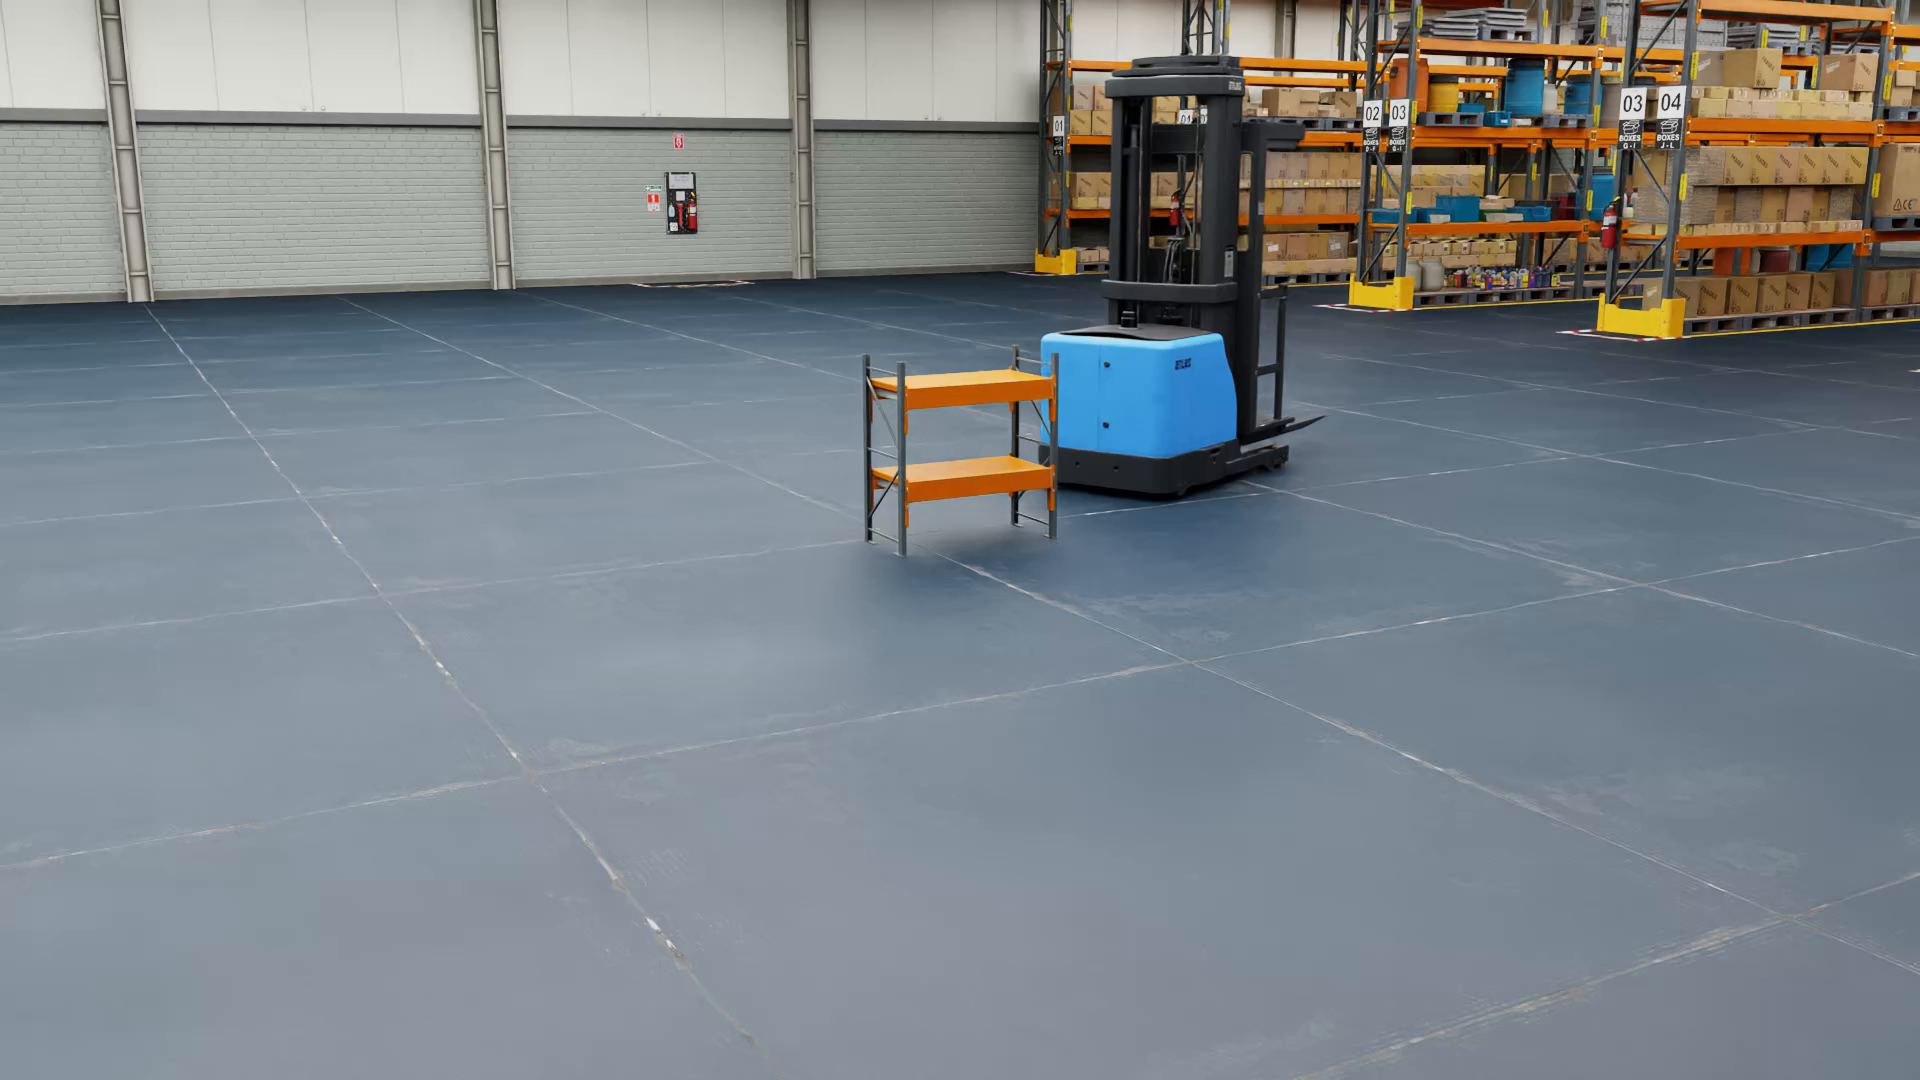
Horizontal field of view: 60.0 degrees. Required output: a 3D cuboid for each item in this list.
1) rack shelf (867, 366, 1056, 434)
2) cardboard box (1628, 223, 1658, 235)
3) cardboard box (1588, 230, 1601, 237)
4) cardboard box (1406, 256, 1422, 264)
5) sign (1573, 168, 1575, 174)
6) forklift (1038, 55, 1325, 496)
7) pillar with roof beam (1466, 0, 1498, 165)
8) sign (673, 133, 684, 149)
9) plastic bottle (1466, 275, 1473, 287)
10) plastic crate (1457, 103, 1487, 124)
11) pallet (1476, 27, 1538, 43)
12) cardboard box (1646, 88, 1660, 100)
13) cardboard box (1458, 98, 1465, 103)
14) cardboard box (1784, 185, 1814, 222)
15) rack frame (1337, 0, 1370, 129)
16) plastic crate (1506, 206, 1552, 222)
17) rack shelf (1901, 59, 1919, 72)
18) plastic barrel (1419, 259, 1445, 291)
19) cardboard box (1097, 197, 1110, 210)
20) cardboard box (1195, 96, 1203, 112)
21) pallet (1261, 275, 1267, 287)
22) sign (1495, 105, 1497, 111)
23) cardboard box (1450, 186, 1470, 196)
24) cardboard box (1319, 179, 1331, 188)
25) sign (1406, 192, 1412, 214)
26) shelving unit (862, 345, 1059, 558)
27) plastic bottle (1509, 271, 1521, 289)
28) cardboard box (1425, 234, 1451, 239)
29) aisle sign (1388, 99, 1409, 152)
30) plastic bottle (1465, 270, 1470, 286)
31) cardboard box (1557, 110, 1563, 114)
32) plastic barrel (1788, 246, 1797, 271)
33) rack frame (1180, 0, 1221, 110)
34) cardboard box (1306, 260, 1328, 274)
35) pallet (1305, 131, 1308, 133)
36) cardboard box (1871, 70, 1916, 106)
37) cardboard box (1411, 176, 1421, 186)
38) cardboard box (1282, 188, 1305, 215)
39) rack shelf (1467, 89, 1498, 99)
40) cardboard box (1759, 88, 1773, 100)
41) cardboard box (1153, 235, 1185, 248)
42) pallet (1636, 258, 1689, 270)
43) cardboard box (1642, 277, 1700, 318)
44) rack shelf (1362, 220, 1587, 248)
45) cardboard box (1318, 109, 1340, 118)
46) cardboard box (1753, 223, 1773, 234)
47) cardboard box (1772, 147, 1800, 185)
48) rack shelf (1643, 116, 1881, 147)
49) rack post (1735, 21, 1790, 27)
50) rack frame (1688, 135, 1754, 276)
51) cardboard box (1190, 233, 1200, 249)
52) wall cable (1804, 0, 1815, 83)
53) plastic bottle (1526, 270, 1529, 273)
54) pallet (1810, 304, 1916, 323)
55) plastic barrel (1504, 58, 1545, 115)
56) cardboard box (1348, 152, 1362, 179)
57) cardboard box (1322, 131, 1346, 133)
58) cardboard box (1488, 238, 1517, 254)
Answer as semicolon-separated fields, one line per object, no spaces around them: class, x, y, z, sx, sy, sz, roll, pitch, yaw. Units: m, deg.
rack shelf;0.006;-0.835;9.837;1.000;0.278;0.538;-7;14;-28
cardboard box;9.217;-4.183;22.348;0.250;0.149;0.380;-7;14;-28
cardboard box;13.436;-6.659;35.764;0.500;0.250;0.500;-7;14;-28
cardboard box;8.755;-5.477;32.835;0.500;0.250;0.500;-6;14;-26
sign;15.729;-9.351;42.589;0.005;0.325;0.100;-7;14;-28
forklift;1.809;-1.995;12.212;1.130;2.935;3.031;9;15;35
pillar with roof beam;14.741;-10.699;37.068;0.548;9.000;9.100;-7;14;-28
sign;-5.363;-7.605;31.703;0.199;0.298;0.001;-7;14;-28
plastic bottle;8.527;-4.331;27.806;0.097;0.201;0.097;0;13;0
plastic crate;8.222;-6.904;27.074;0.575;0.384;0.392;-7;14;-28
pallet;8.421;-8.029;26.544;1.213;0.211;1.003;-7;14;-28
cardboard box;9.160;-5.910;22.051;0.250;0.149;0.380;-7;14;-28
cardboard box;11.643;-10.387;39.575;0.500;0.250;0.500;-6;14;-24
cardboard box;11.306;-4.697;23.156;0.500;0.500;0.875;-7;14;-28
rack frame;8.967;-10.868;37.816;0.127;3.000;1.000;-7;14;-28
plastic crate;9.362;-5.370;27.388;0.616;0.251;0.499;-7;14;-28
rack shelf;18.981;-9.044;32.260;4.000;0.370;1.077;-7;14;-28
plastic barrel;7.673;-4.318;27.086;0.421;0.512;0.421;0;13;0
cardboard box;2.975;-7.083;34.961;0.500;0.250;0.500;-7;15;-30
cardboard box;5.147;-9.425;35.687;0.500;0.500;0.500;-8;15;-33
pallet;4.973;-4.873;31.195;1.213;0.211;1.003;-7;14;-28
sign;11.086;-8.807;34.314;0.005;0.325;0.100;-7;14;-28
cardboard box;9.879;-6.856;33.426;0.500;0.500;0.500;-8;15;-31
cardboard box;6.803;-6.755;31.498;0.250;0.149;0.380;-7;14;-28
sign;6.952;-5.219;25.748;0.005;0.325;0.100;-7;14;-28
shelving unit;0.006;-0.549;9.902;1.048;1.125;0.538;-7;14;-28
plastic bottle;9.180;-4.303;27.511;0.135;0.276;0.152;-7;14;-27
cardboard box;11.191;-7.330;39.702;0.750;0.750;0.750;-6;14;-26
aisle sign;6.770;-6.394;25.682;0.004;0.787;0.394;-7;14;-28
plastic bottle;8.450;-4.389;27.896;0.135;0.276;0.152;-7;15;-29
cardboard box;12.159;-8.605;34.366;0.500;0.500;0.910;-7;14;-28
plastic barrel;15.580;-5.273;31.330;0.421;0.512;0.421;0;13;0
rack frame;4.322;-9.072;29.837;0.127;3.000;1.000;-7;14;-28
cardboard box;6.655;-5.232;31.745;0.500;0.250;0.500;-7;14;-28
pallet;6.958;-9.046;36.981;1.003;0.211;1.213;-7;14;-28
cardboard box;13.036;-6.405;23.629;0.637;0.503;0.797;-8;15;-31
cardboard box;10.416;-8.252;38.905;0.500;0.500;0.500;-7;14;-28
cardboard box;6.096;-6.404;31.418;0.500;0.500;0.700;-6;14;-26
rack shelf;14.234;-10.953;40.744;4.000;0.370;1.077;-7;14;-28
cardboard box;10.576;-5.935;22.163;0.250;0.149;0.380;-8;15;-30
cardboard box;4.565;-6.398;36.312;0.500;0.500;0.500;-8;15;-32
pallet;15.458;-6.119;36.731;1.213;0.211;1.003;-7;14;-28
cardboard box;9.622;-3.283;22.516;0.500;0.500;0.500;-4;13;-17
rack shelf;8.448;-5.050;27.266;4.000;0.370;1.077;-7;14;-28
cardboard box;6.905;-8.000;31.204;0.250;0.149;0.380;-7;14;-28
cardboard box;10.793;-4.236;22.585;0.250;0.149;0.380;-7;14;-28
cardboard box;10.995;-5.081;22.582;0.500;0.500;0.500;-7;14;-28
rack shelf;10.821;-5.558;22.695;4.000;0.370;1.077;-7;14;-28
rack post;14.351;-9.311;29.724;0.986;0.289;0.624;-7;14;-28
rack frame;13.714;-6.032;29.992;0.127;3.000;1.000;-7;14;-28
cardboard box;4.650;-5.488;31.174;0.500;0.500;0.500;-7;14;-28
wall cable;22.421;-12.663;41.364;0.112;2.526;3.097;-7;14;-28
plastic bottle;9.515;-4.379;27.850;0.135;0.276;0.152;-7;14;-28
pallet;13.259;-3.378;24.552;1.213;0.211;1.003;-7;14;-28
plastic barrel;9.278;-7.440;27.318;0.708;0.901;0.600;-7;14;-28
cardboard box;7.447;-7.200;31.999;0.500;0.500;0.700;-7;14;-28
cardboard box;8.465;-9.243;37.586;0.500;0.311;0.500;-7;14;-28
cardboard box;11.002;-6.021;33.973;0.500;0.311;0.500;-6;14;-26
